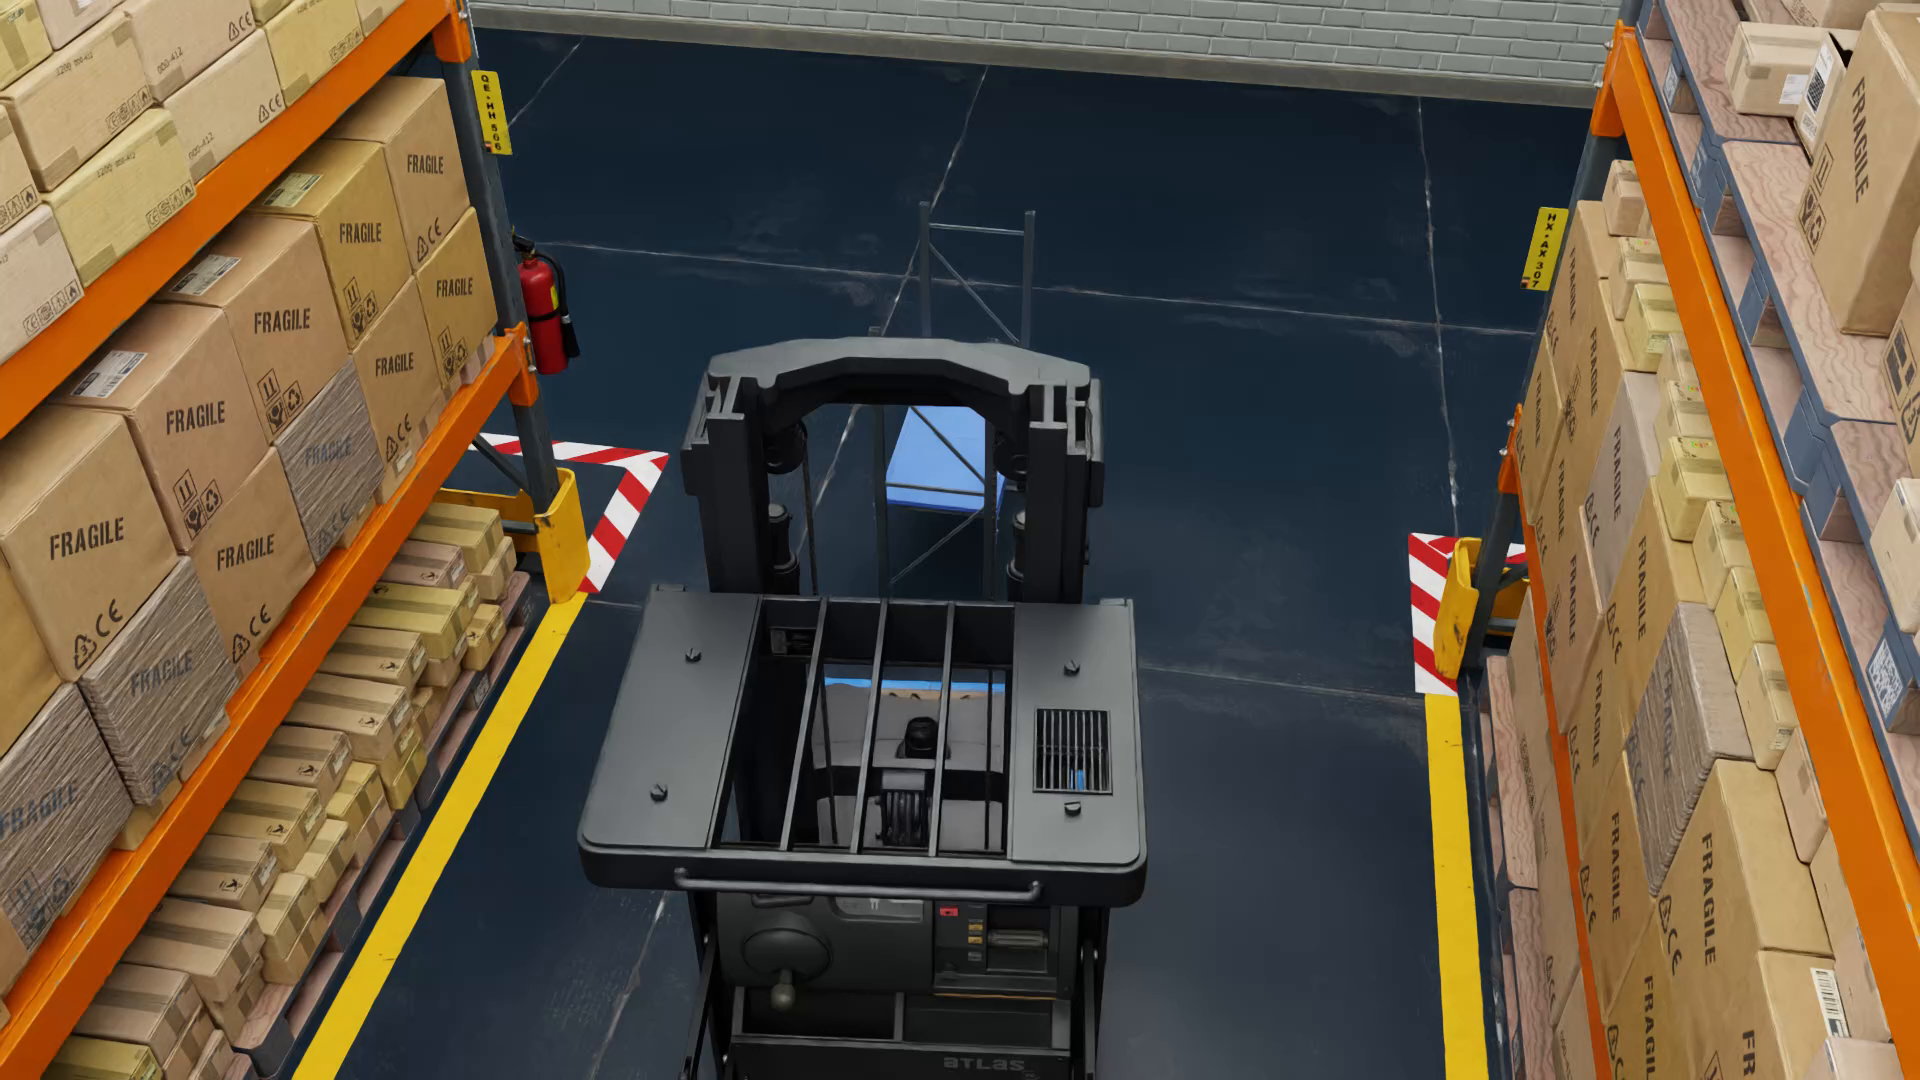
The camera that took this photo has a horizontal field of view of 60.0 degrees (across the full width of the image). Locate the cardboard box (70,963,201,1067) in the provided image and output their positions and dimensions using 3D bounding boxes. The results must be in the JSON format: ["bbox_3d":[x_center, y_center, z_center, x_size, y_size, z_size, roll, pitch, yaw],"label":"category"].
[{"bbox_3d":[-2.578,1.444,5.090,0.380,0.149,0.250,5,40,7],"label":"cardboard box"}]

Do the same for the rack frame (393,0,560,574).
[{"bbox_3d":[-2.274,-1.084,6.707,1.000,3.000,0.127,6,40,8],"label":"rack frame"}]

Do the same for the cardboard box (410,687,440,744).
[{"bbox_3d":[-2.265,0.691,6.467,0.380,0.149,0.250,7,40,8],"label":"cardboard box"}]

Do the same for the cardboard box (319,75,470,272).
[{"bbox_3d":[-2.108,-1.308,5.881,0.500,0.500,0.500,6,40,7],"label":"cardboard box"}]

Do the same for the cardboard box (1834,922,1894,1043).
[{"bbox_3d":[1.819,0.853,2.992,0.380,0.149,0.250,7,40,9],"label":"cardboard box"}]

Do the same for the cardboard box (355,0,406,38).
[{"bbox_3d":[-2.092,-1.868,5.419,0.500,0.250,0.500,6,40,7],"label":"cardboard box"}]

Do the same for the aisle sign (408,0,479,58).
[{"bbox_3d":[-1.966,-2.099,5.894,0.394,0.787,0.004,6,40,8],"label":"aisle sign"}]

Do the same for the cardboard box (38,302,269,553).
[{"bbox_3d":[-2.365,-0.330,4.699,0.500,0.500,0.500,5,40,6],"label":"cardboard box"}]

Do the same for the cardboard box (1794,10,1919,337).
[{"bbox_3d":[2.123,-0.748,3.460,0.500,0.500,0.500,7,40,8],"label":"cardboard box"}]

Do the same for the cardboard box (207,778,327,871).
[{"bbox_3d":[-2.407,0.963,5.673,0.380,0.149,0.250,7,40,8],"label":"cardboard box"}]

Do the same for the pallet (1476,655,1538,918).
[{"bbox_3d":[2.558,0.983,6.395,1.003,0.211,1.213,6,40,8],"label":"pallet"}]

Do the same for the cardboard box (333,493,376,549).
[{"bbox_3d":[-2.256,-0.116,5.733,0.380,0.149,0.250,5,40,6],"label":"cardboard box"}]

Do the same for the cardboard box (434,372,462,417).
[{"bbox_3d":[-2.132,-0.600,6.318,0.380,0.149,0.250,6,40,8],"label":"cardboard box"}]

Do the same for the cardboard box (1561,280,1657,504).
[{"bbox_3d":[2.173,-0.431,5.054,0.500,0.500,0.500,5,40,6],"label":"cardboard box"}]

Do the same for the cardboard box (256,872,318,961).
[{"bbox_3d":[-2.400,1.240,5.570,0.380,0.149,0.250,6,40,7],"label":"cardboard box"}]

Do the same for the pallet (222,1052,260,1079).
[{"bbox_3d":[-2.885,2.076,5.074,1.003,0.211,1.213,6,40,8],"label":"pallet"}]

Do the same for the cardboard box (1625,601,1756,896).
[{"bbox_3d":[1.911,0.520,3.904,0.500,0.500,0.500,7,40,8],"label":"cardboard box"}]

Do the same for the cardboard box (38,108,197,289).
[{"bbox_3d":[-2.345,-0.901,4.249,0.500,0.250,0.500,8,40,10],"label":"cardboard box"}]

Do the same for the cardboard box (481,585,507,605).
[{"bbox_3d":[-2.159,0.206,7.054,0.380,0.149,0.250,7,40,8],"label":"cardboard box"}]

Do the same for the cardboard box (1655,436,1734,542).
[{"bbox_3d":[1.975,-0.115,4.162,0.380,0.149,0.250,5,40,7],"label":"cardboard box"}]

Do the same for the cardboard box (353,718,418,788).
[{"bbox_3d":[-2.249,0.754,6.159,0.380,0.149,0.250,7,40,8],"label":"cardboard box"}]

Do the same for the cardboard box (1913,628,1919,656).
[{"bbox_3d":[1.722,0.168,2.536,0.396,0.266,0.258,8,40,9],"label":"cardboard box"}]

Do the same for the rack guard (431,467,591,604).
[{"bbox_3d":[-2.287,-0.073,7.446,1.175,0.500,0.348,6,40,8],"label":"rack guard"}]

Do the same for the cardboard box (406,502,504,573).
[{"bbox_3d":[-2.116,-0.016,6.857,0.380,0.149,0.250,7,40,8],"label":"cardboard box"}]

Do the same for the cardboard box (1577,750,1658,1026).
[{"bbox_3d":[1.912,0.910,4.217,0.500,0.500,0.500,6,40,7],"label":"cardboard box"}]

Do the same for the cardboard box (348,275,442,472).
[{"bbox_3d":[-2.192,-0.604,5.815,0.500,0.500,0.500,6,40,7],"label":"cardboard box"}]

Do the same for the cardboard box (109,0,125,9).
[{"bbox_3d":[-2.295,-1.487,4.253,0.380,0.149,0.250,7,40,9],"label":"cardboard box"}]

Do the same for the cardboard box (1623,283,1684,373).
[{"bbox_3d":[2.124,-0.593,4.741,0.380,0.149,0.250,5,40,6],"label":"cardboard box"}]

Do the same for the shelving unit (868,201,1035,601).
[{"bbox_3d":[-0.015,-0.524,7.207,0.538,1.500,1.048,6,40,8],"label":"shelving unit"}]

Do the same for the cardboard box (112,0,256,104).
[{"bbox_3d":[-2.281,-1.416,4.479,0.500,0.250,0.500,7,40,8],"label":"cardboard box"}]

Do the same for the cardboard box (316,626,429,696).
[{"bbox_3d":[-2.243,0.467,6.272,0.380,0.149,0.250,5,40,6],"label":"cardboard box"}]

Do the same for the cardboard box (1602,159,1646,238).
[{"bbox_3d":[2.285,-1.083,5.334,0.380,0.149,0.250,7,40,9],"label":"cardboard box"}]

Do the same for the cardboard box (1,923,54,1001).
[{"bbox_3d":[-2.629,1.038,4.338,0.380,0.149,0.250,5,40,6],"label":"cardboard box"}]

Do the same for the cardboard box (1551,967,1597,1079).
[{"bbox_3d":[2.296,1.790,4.912,0.875,0.438,0.875,5,40,6],"label":"cardboard box"}]

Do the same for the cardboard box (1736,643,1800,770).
[{"bbox_3d":[1.906,0.376,3.570,0.380,0.149,0.250,6,40,7],"label":"cardboard box"}]

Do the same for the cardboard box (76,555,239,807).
[{"bbox_3d":[-2.431,0.367,4.641,0.500,0.500,0.500,6,40,7],"label":"cardboard box"}]

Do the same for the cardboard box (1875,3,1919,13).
[{"bbox_3d":[2.636,-1.297,4.400,0.380,0.149,0.250,4,40,4],"label":"cardboard box"}]

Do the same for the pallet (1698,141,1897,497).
[{"bbox_3d":[2.292,-0.489,3.703,1.003,0.211,1.213,6,40,8],"label":"pallet"}]

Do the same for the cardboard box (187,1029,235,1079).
[{"bbox_3d":[-2.554,1.677,5.276,0.380,0.149,0.250,6,40,7],"label":"cardboard box"}]

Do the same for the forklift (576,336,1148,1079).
[{"bbox_3d":[-0.169,1.100,4.120,1.130,2.935,3.031,2,40,2],"label":"forklift"}]

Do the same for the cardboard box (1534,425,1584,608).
[{"bbox_3d":[2.193,-0.050,5.378,0.500,0.500,0.500,6,40,7],"label":"cardboard box"}]

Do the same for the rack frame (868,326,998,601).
[{"bbox_3d":[-0.103,-0.205,6.821,0.500,1.500,0.032,6,40,8],"label":"rack frame"}]

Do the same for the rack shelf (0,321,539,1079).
[{"bbox_3d":[-2.620,0.448,5.418,1.077,0.370,4.000,6,40,8],"label":"rack shelf"}]

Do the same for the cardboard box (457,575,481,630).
[{"bbox_3d":[-2.182,0.259,6.757,0.380,0.149,0.250,6,40,7],"label":"cardboard box"}]

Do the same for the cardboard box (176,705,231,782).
[{"bbox_3d":[-2.415,0.550,4.928,0.380,0.149,0.250,8,40,10],"label":"cardboard box"}]
